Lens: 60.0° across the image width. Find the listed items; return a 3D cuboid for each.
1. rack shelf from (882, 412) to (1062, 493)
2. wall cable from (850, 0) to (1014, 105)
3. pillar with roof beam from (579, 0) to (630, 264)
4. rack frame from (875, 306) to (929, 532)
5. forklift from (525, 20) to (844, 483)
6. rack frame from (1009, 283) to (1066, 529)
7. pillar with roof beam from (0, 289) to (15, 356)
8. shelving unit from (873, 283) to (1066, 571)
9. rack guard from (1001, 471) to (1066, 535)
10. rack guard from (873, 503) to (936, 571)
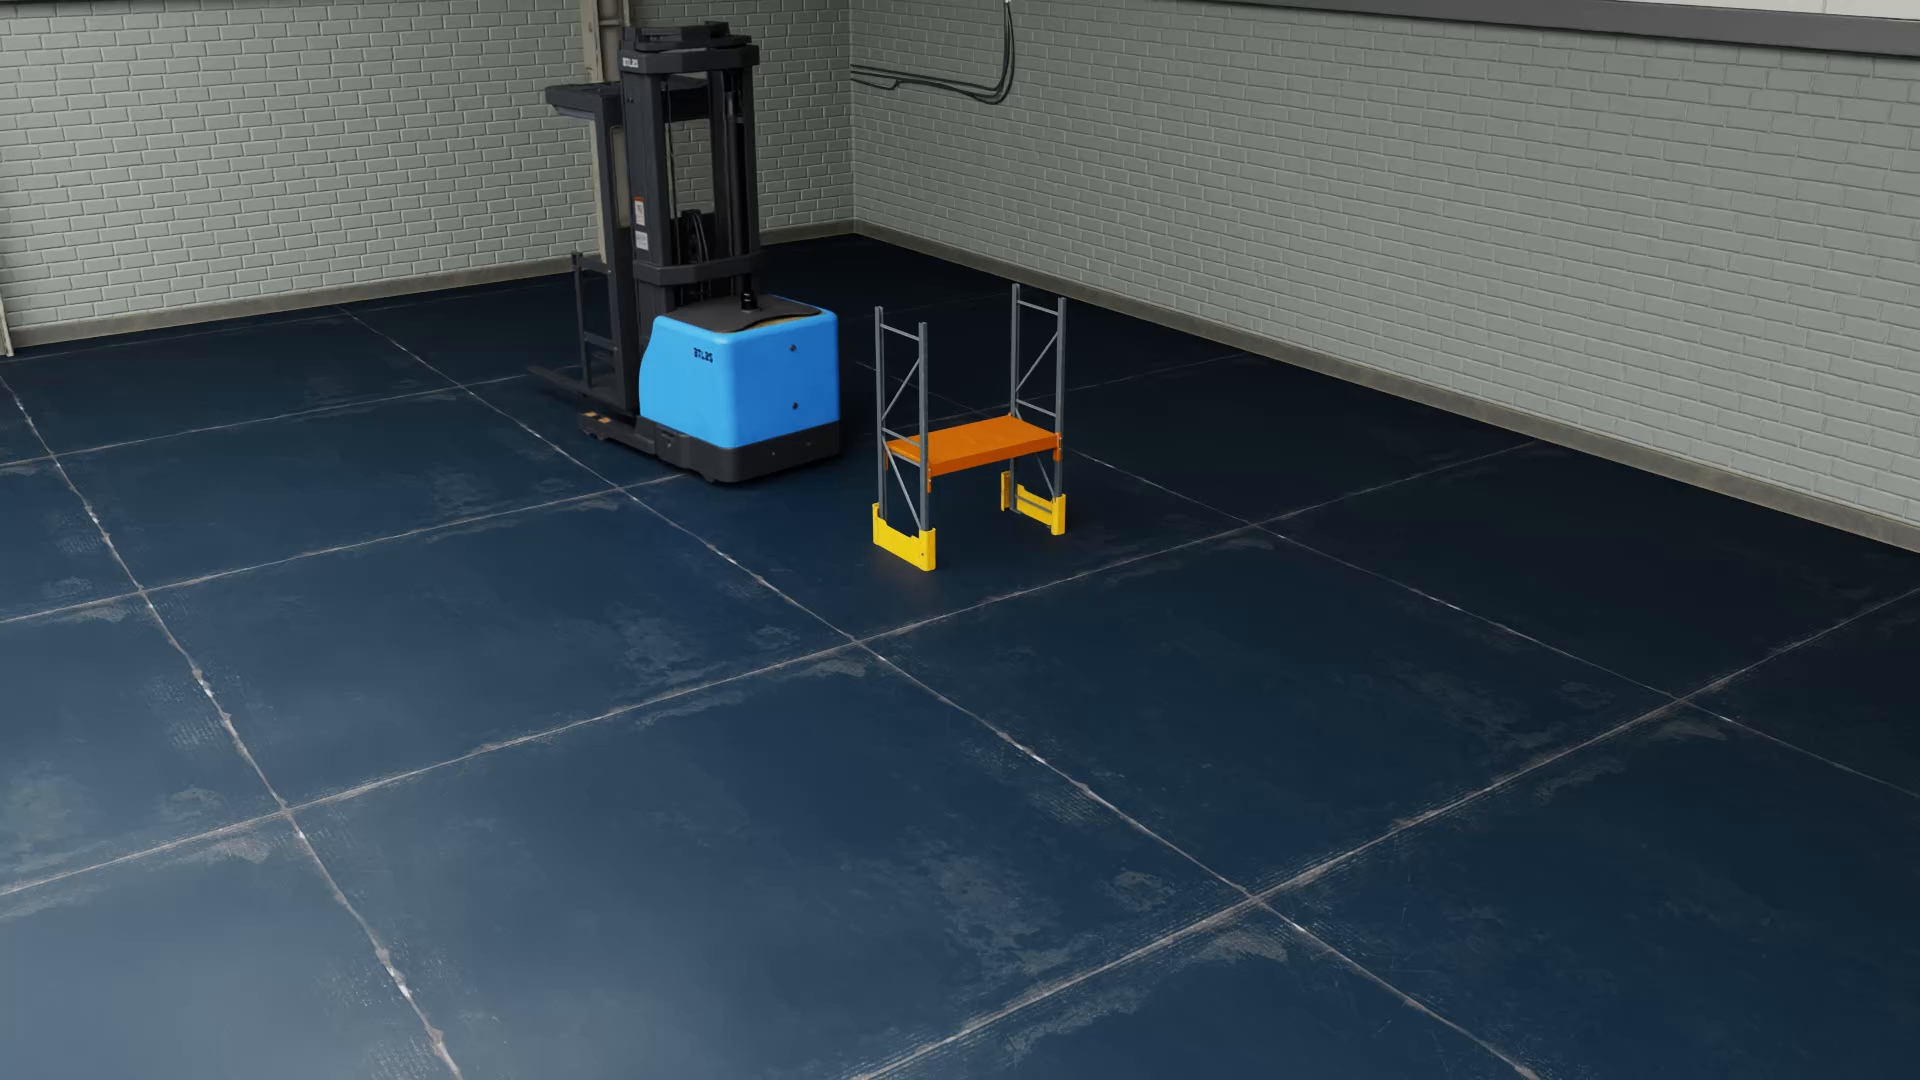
[{"bbox_3d":[0.069,-0.548,10.231,1.000,0.185,0.538,-15,26,-33],"label":"rack shelf"},{"bbox_3d":[-0.403,-5.877,17.172,0.112,2.526,3.097,-15,26,-33],"label":"wall cable"},{"bbox_3d":[-1.052,-5.784,12.749,0.400,9.000,9.100,-15,26,-33],"label":"pillar with roof beam"},{"bbox_3d":[-0.343,-0.605,9.889,0.032,1.500,0.500,-15,26,-33],"label":"rack frame"},{"bbox_3d":[-2.195,-2.206,11.969,1.130,2.935,3.031,-19,29,-39],"label":"forklift"},{"bbox_3d":[0.482,-0.825,10.440,0.032,1.500,0.500,-15,26,-33],"label":"rack frame"},{"bbox_3d":[-5.923,-4.485,9.495,0.400,9.000,9.100,-15,26,-33],"label":"pillar with roof beam"},{"bbox_3d":[0.062,-0.713,10.160,1.083,1.500,0.587,-15,26,-33],"label":"shelving unit"},{"bbox_3d":[0.466,-0.240,10.662,0.087,0.250,0.587,-15,26,-33],"label":"rack guard"},{"bbox_3d":[-0.342,-0.025,10.121,0.087,0.250,0.587,-15,26,-33],"label":"rack guard"}]
